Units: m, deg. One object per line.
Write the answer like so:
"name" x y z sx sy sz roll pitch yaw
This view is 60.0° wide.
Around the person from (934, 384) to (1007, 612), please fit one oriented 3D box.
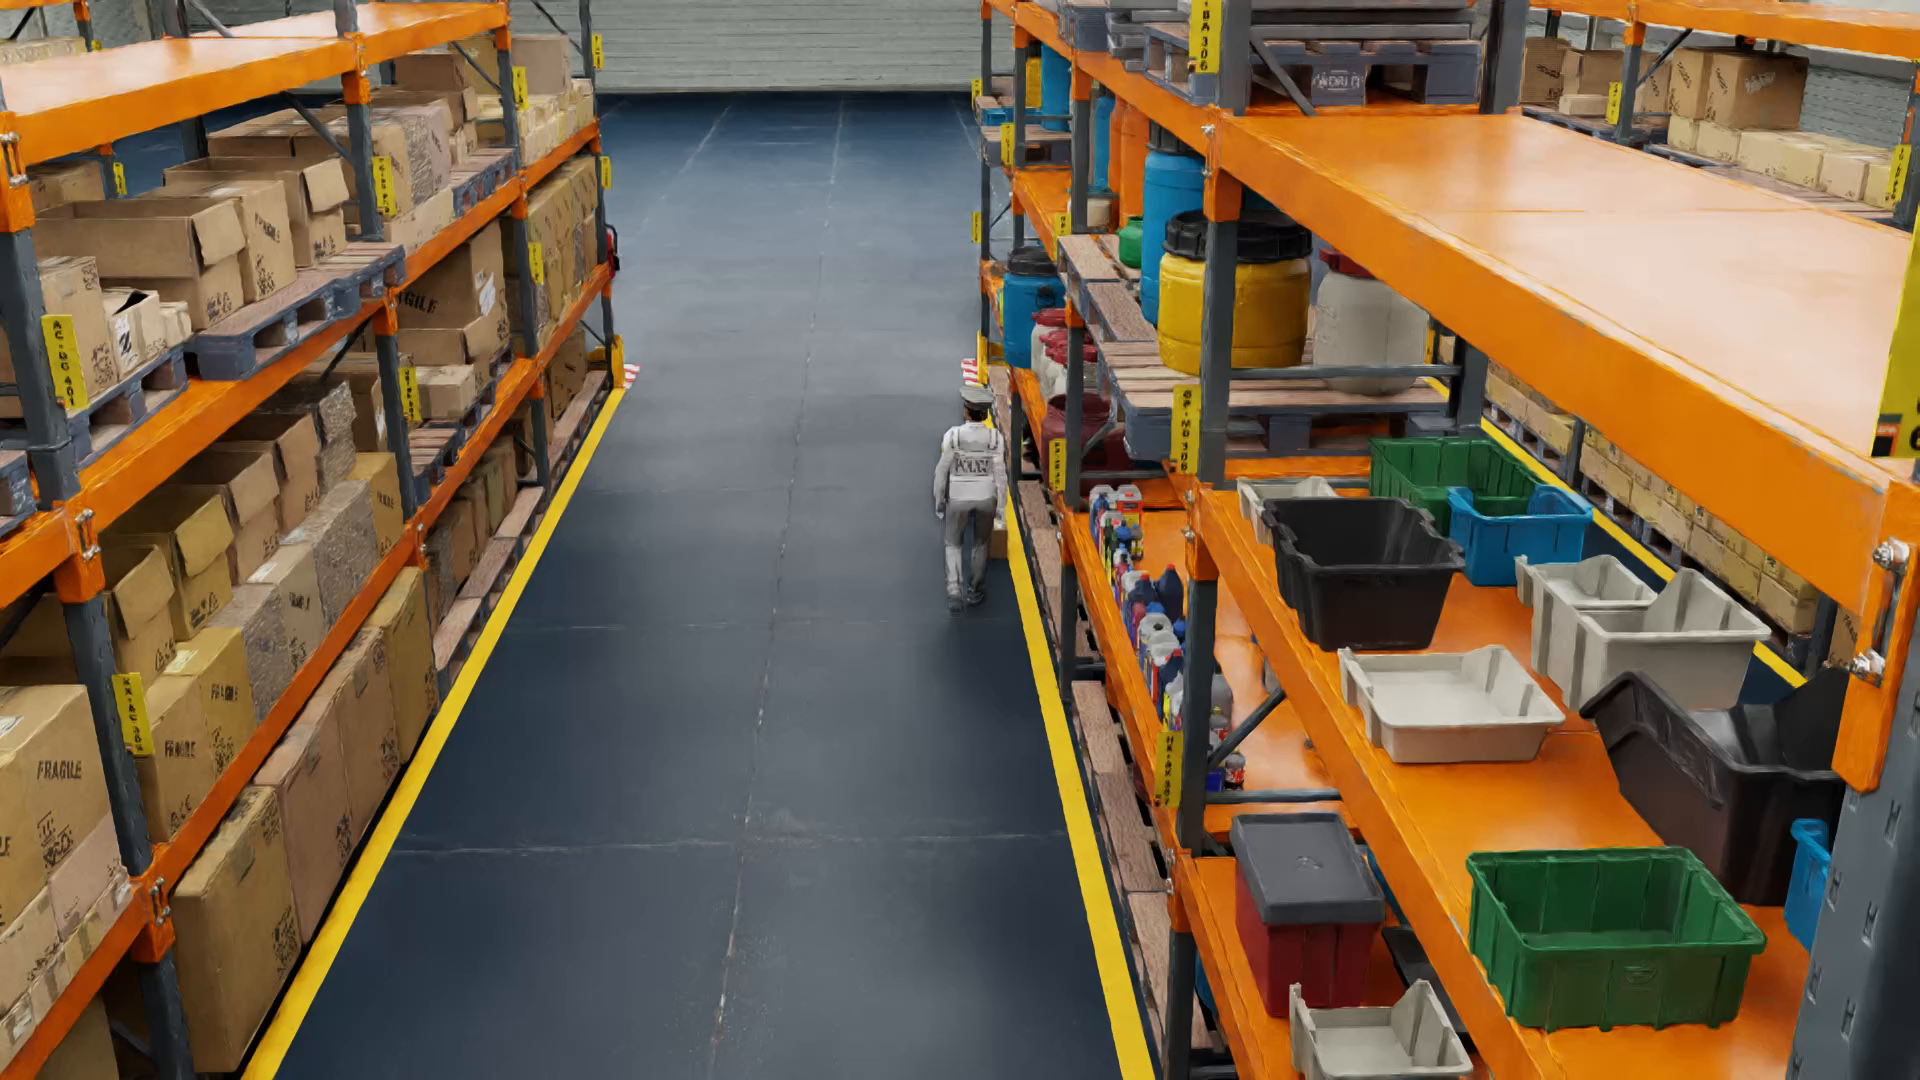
"person" 0.075 -0.274 11.773 0.523 1.651 0.766 0 21 0
